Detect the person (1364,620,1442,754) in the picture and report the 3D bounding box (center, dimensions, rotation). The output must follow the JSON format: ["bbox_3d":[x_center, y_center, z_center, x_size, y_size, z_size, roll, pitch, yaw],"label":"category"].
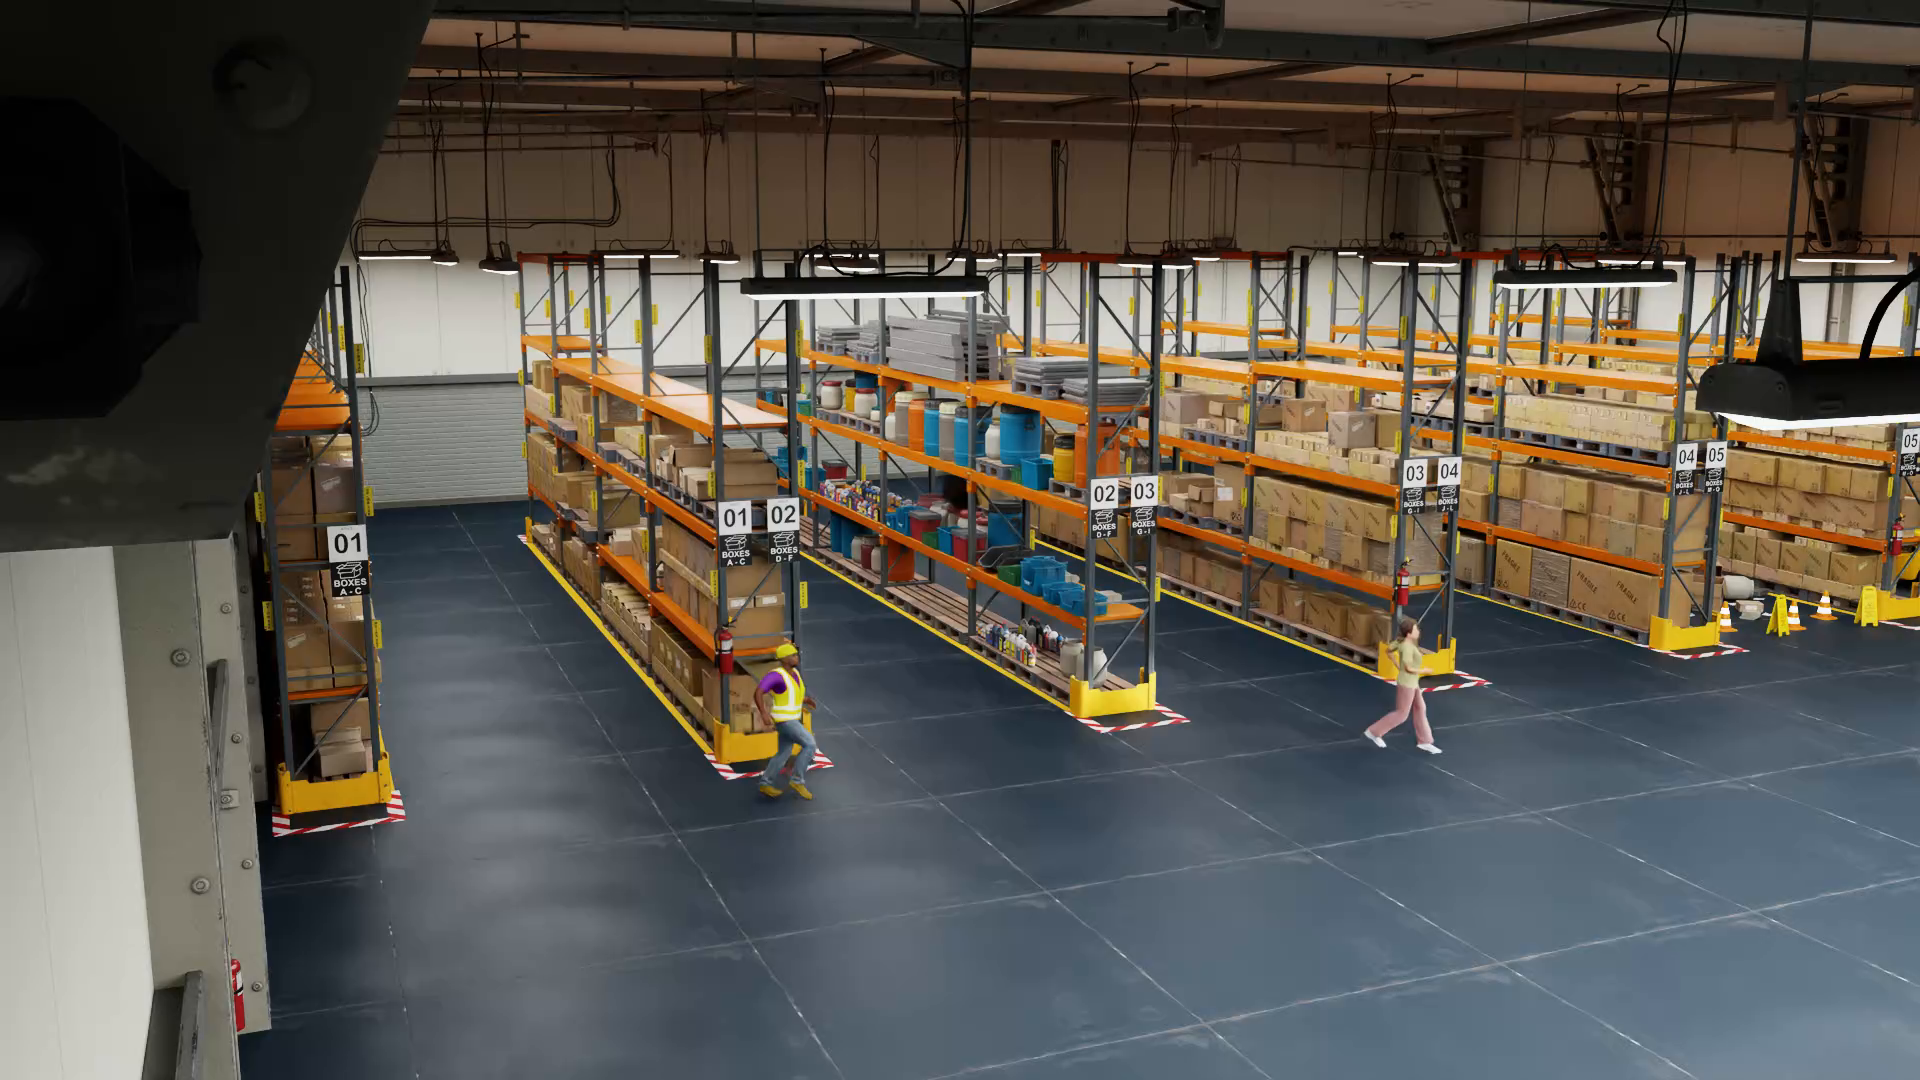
[{"bbox_3d":[5.486,1.814,20.465,0.954,1.682,0.587,2,11,9],"label":"person"}]

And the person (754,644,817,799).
[{"bbox_3d":[-1.949,2.039,18.961,0.692,1.719,0.703,2,11,10],"label":"person"}]
